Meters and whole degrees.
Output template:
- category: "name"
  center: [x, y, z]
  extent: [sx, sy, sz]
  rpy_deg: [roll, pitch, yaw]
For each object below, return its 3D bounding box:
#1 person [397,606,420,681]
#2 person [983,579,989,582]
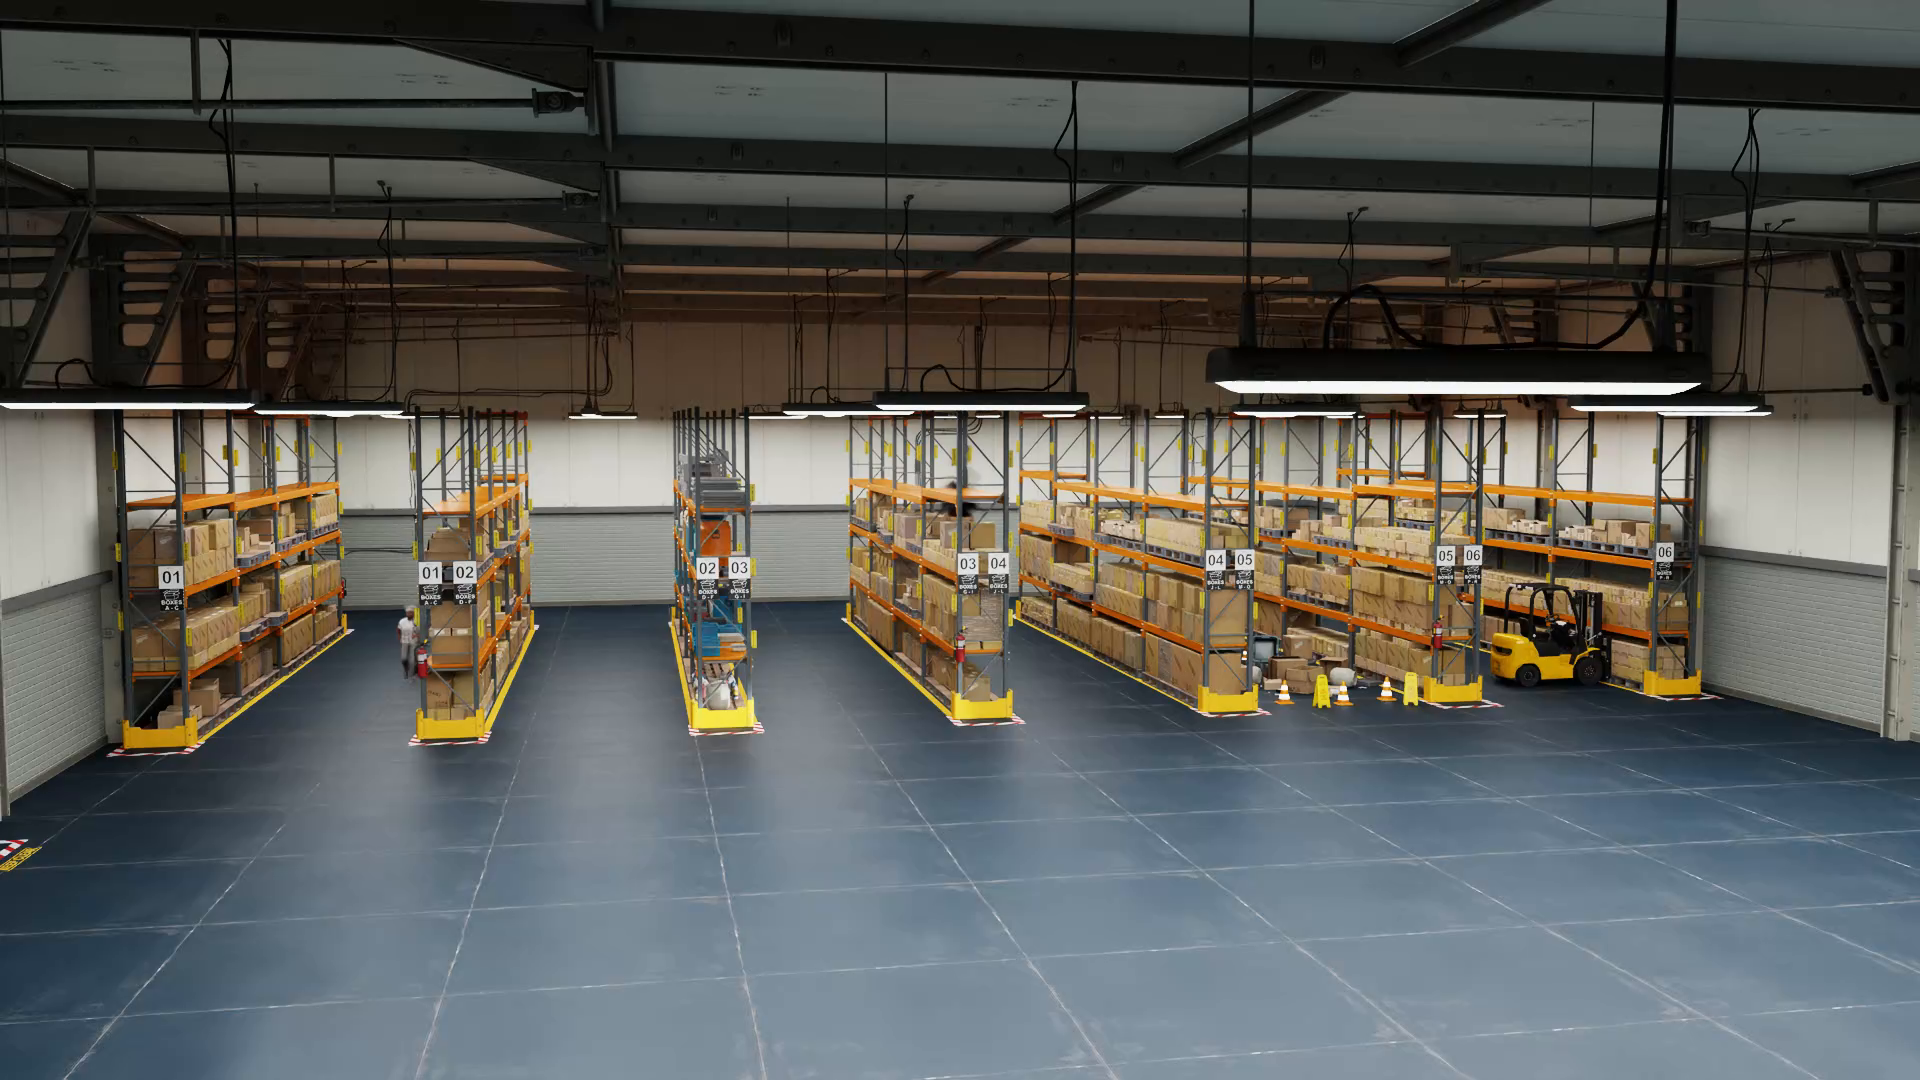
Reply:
- category: "person"
  center: [-12.085, 2.277, 36.564]
  extent: [0.628, 1.670, 0.546]
  rpy_deg: [-1, 4, -7]
- category: "person"
  center: [0.809, 1.514, 46.732]
  extent: [0.696, 1.763, 0.941]
  rpy_deg: [-1, 4, -8]
